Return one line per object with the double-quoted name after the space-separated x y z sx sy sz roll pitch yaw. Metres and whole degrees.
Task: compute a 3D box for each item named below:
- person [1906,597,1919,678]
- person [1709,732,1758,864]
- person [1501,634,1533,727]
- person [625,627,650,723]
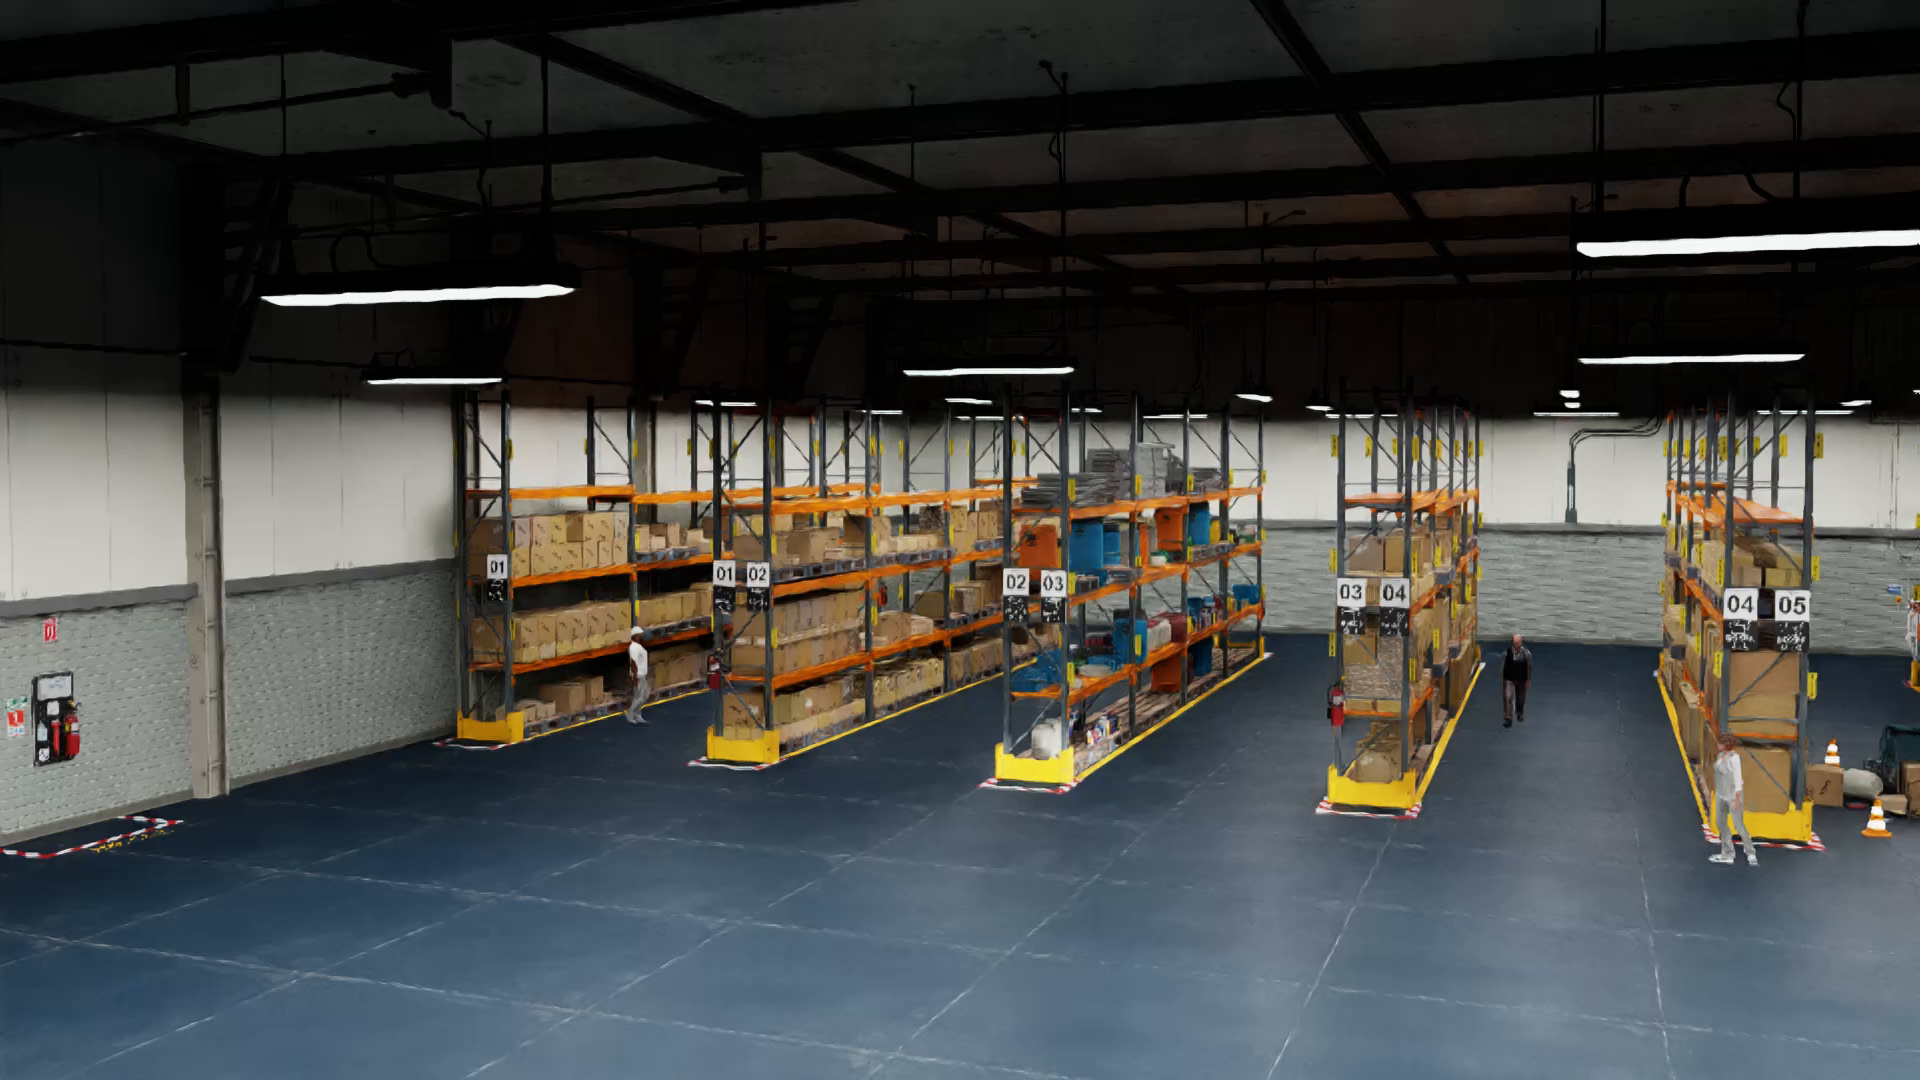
20.780 2.118 36.024 0.384 1.783 0.632 -1 3 -13 "person"
9.362 3.109 20.081 0.485 1.590 0.515 0 3 -5 "person"
10.050 2.517 30.013 0.543 1.644 1.119 1 3 18 "person"
-5.853 2.456 30.174 0.457 1.763 0.609 0 3 -6 "person"
